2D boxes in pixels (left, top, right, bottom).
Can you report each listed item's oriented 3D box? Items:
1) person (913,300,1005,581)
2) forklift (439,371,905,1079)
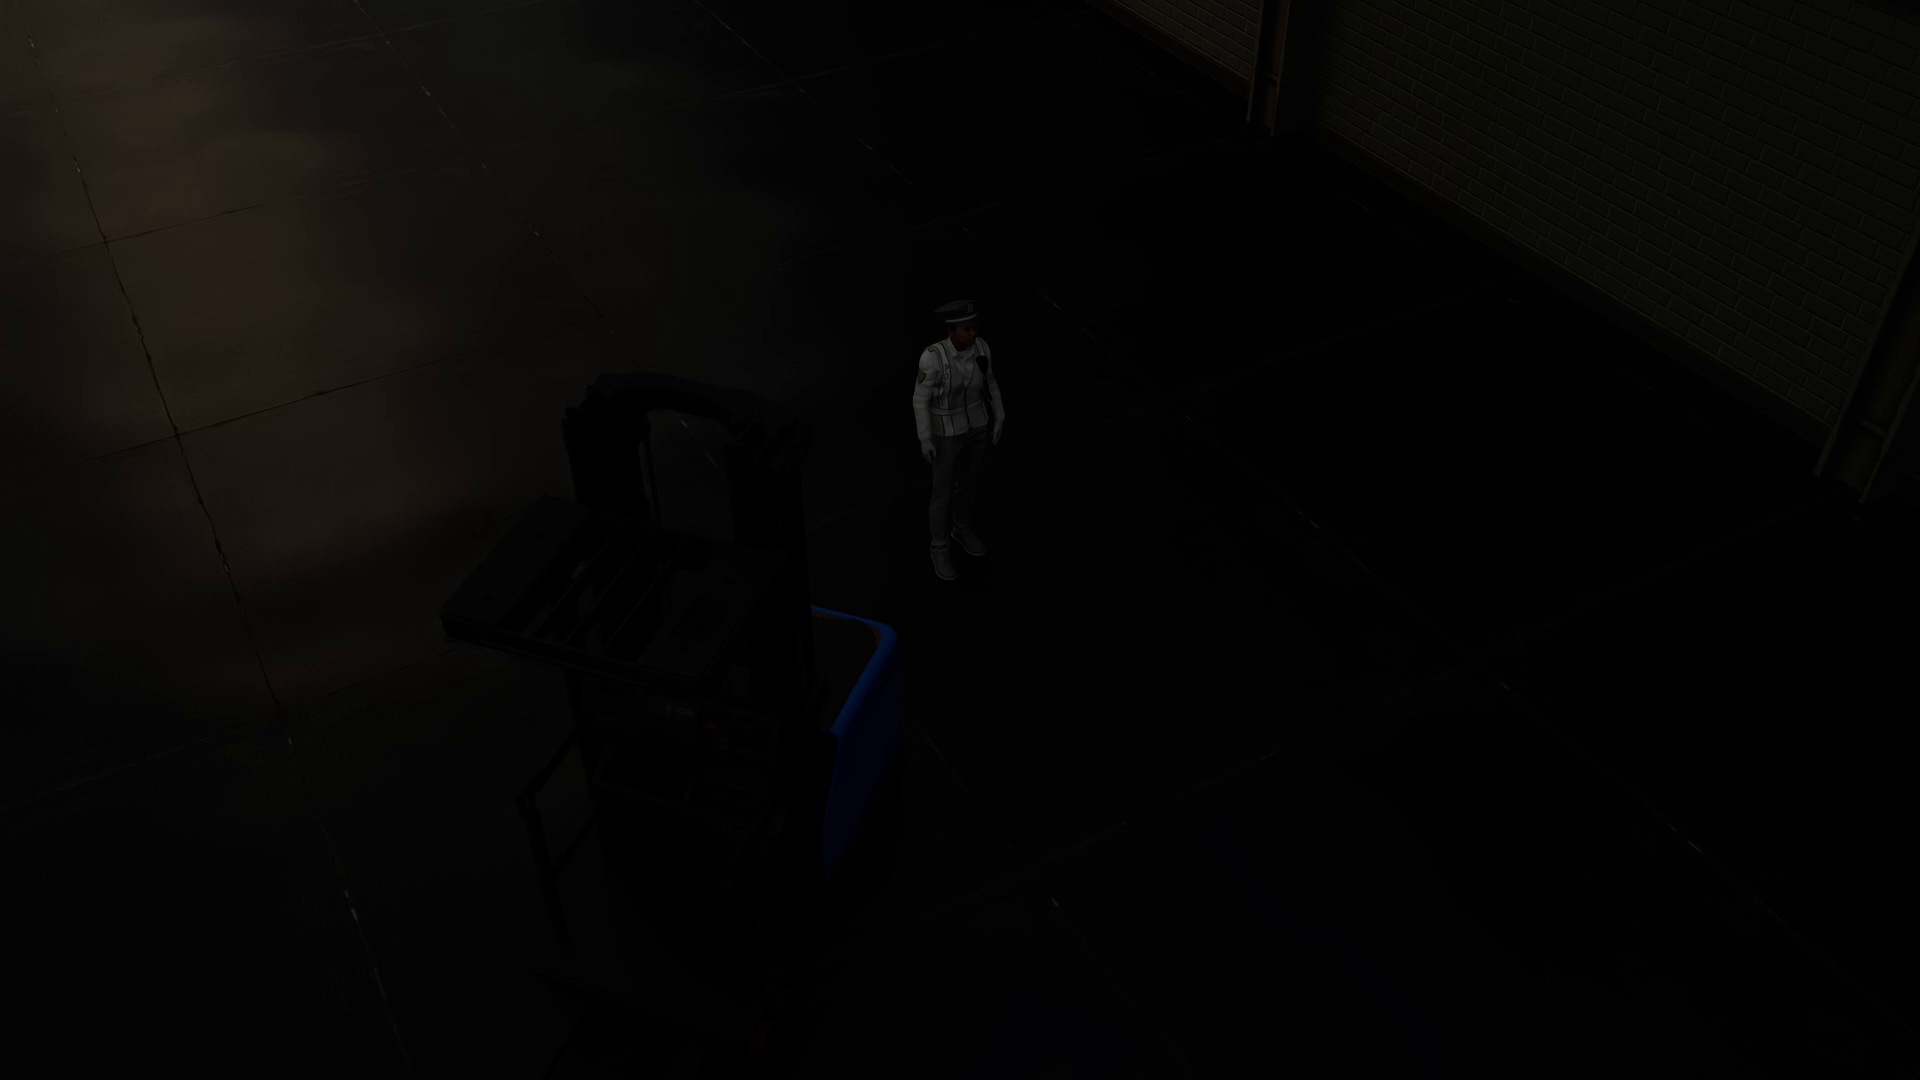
[{"bbox_3d":[0.028,-0.619,9.739,0.587,1.696,0.534,-20,44,-23],"label":"person"},{"bbox_3d":[-1.266,0.900,6.951,1.130,2.935,3.031,13,41,15],"label":"forklift"}]
